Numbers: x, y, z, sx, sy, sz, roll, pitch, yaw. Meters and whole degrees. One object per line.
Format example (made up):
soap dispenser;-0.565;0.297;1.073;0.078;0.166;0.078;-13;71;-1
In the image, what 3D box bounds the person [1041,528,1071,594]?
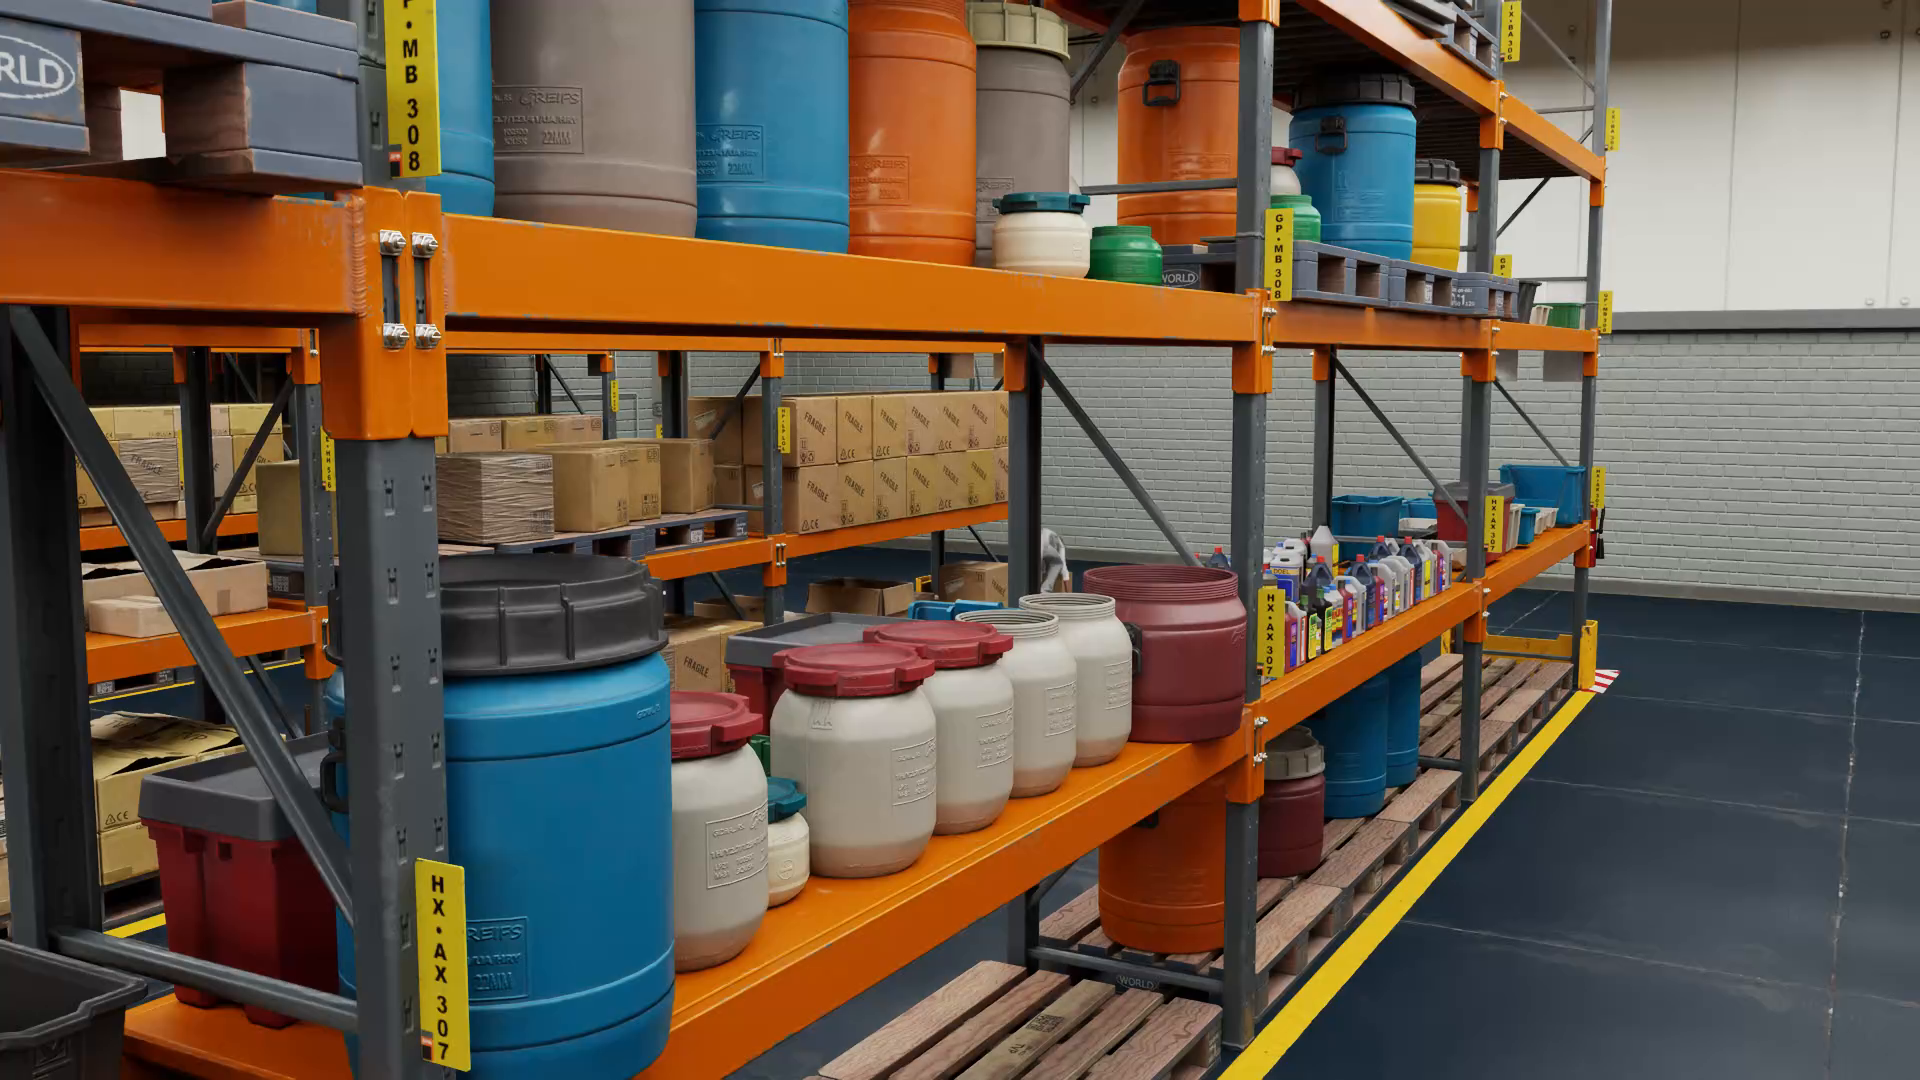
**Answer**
person;0.906;0.259;17.997;0.433;0.801;0.864;3;7;26
